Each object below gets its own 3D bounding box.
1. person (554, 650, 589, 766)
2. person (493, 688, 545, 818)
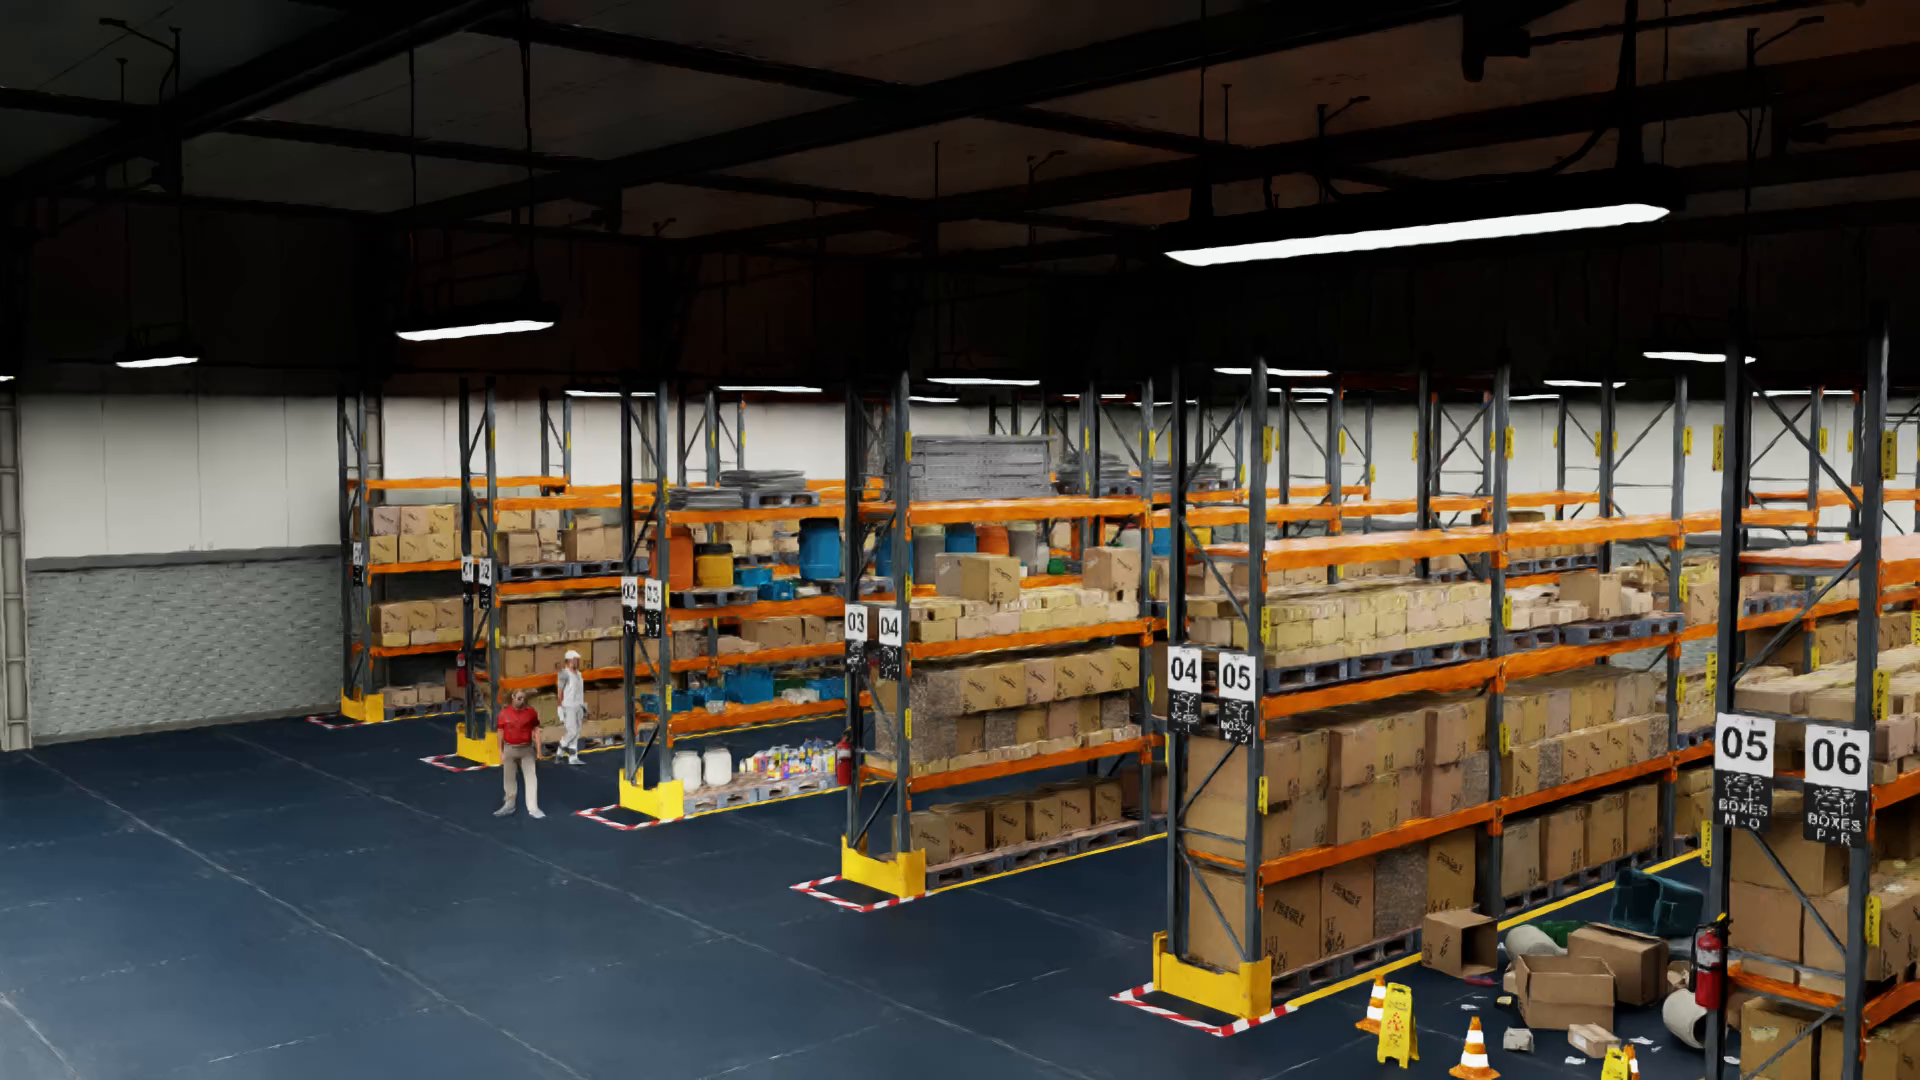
[{"bbox_3d":[-6.005,2.588,25.627,0.444,1.786,0.598,1,4,22],"label":"person"},{"bbox_3d":[-5.914,2.833,22.250,0.665,1.731,0.478,-1,4,-16],"label":"person"}]
